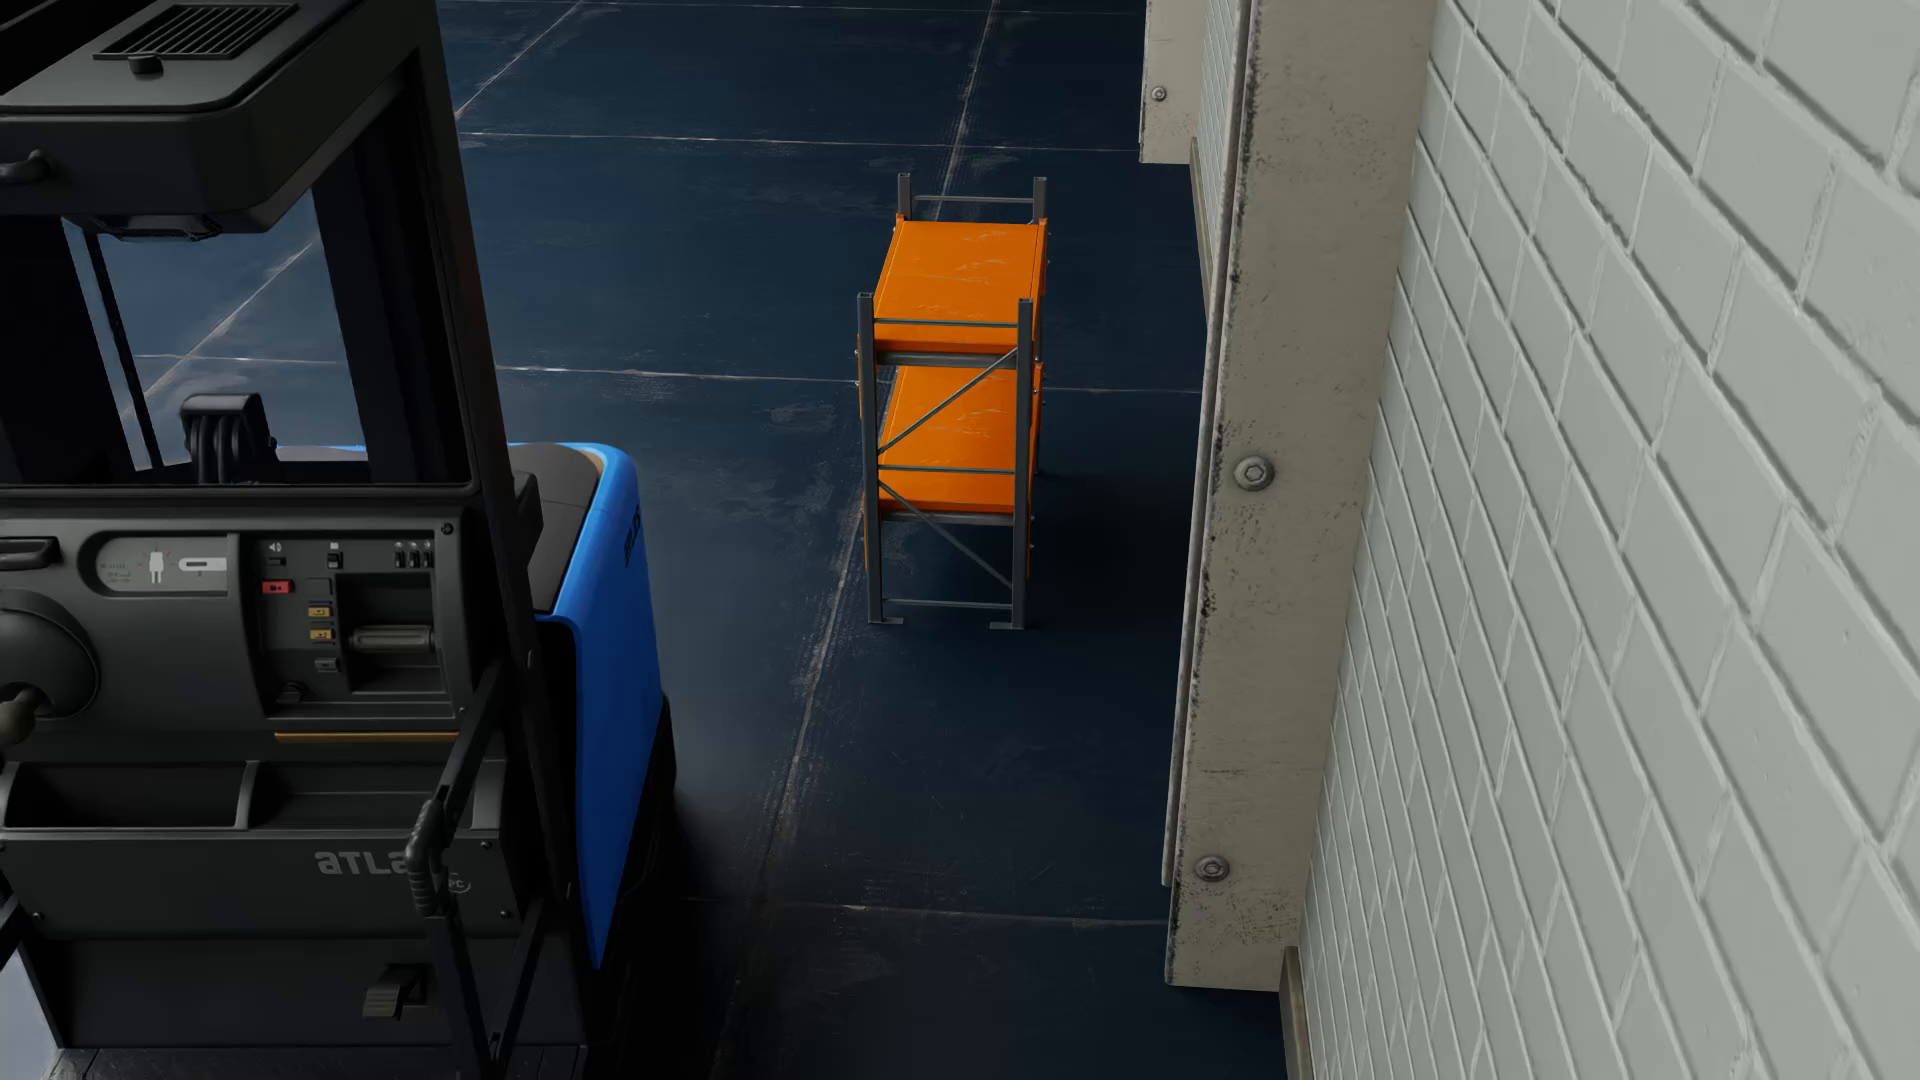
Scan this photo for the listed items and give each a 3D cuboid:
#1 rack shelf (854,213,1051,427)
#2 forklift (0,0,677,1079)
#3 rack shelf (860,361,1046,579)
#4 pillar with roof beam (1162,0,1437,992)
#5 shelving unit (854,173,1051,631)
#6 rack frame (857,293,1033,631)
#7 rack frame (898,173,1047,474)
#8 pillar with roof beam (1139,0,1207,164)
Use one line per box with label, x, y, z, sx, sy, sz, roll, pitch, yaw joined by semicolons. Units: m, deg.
rack shelf;-0.001;-0.725;5.296;0.538;0.278;1.000;2;32;4
forklift;-1.296;0.197;2.636;1.130;2.935;3.031;0;32;0
rack shelf;-0.001;-0.267;5.577;0.538;0.278;1.000;2;32;4
pillar with roof beam;-3.626;-3.040;2.106;9.100;9.000;0.400;2;32;4
shelving unit;-0.001;-0.475;5.449;0.538;1.125;1.048;2;32;4
rack frame;-0.042;-0.210;5.018;0.500;1.125;0.032;2;32;4
rack frame;0.041;-0.741;5.880;0.500;1.125;0.032;2;32;4
pillar with roof beam;-3.137;-6.177;7.197;9.100;9.000;0.400;2;32;4
